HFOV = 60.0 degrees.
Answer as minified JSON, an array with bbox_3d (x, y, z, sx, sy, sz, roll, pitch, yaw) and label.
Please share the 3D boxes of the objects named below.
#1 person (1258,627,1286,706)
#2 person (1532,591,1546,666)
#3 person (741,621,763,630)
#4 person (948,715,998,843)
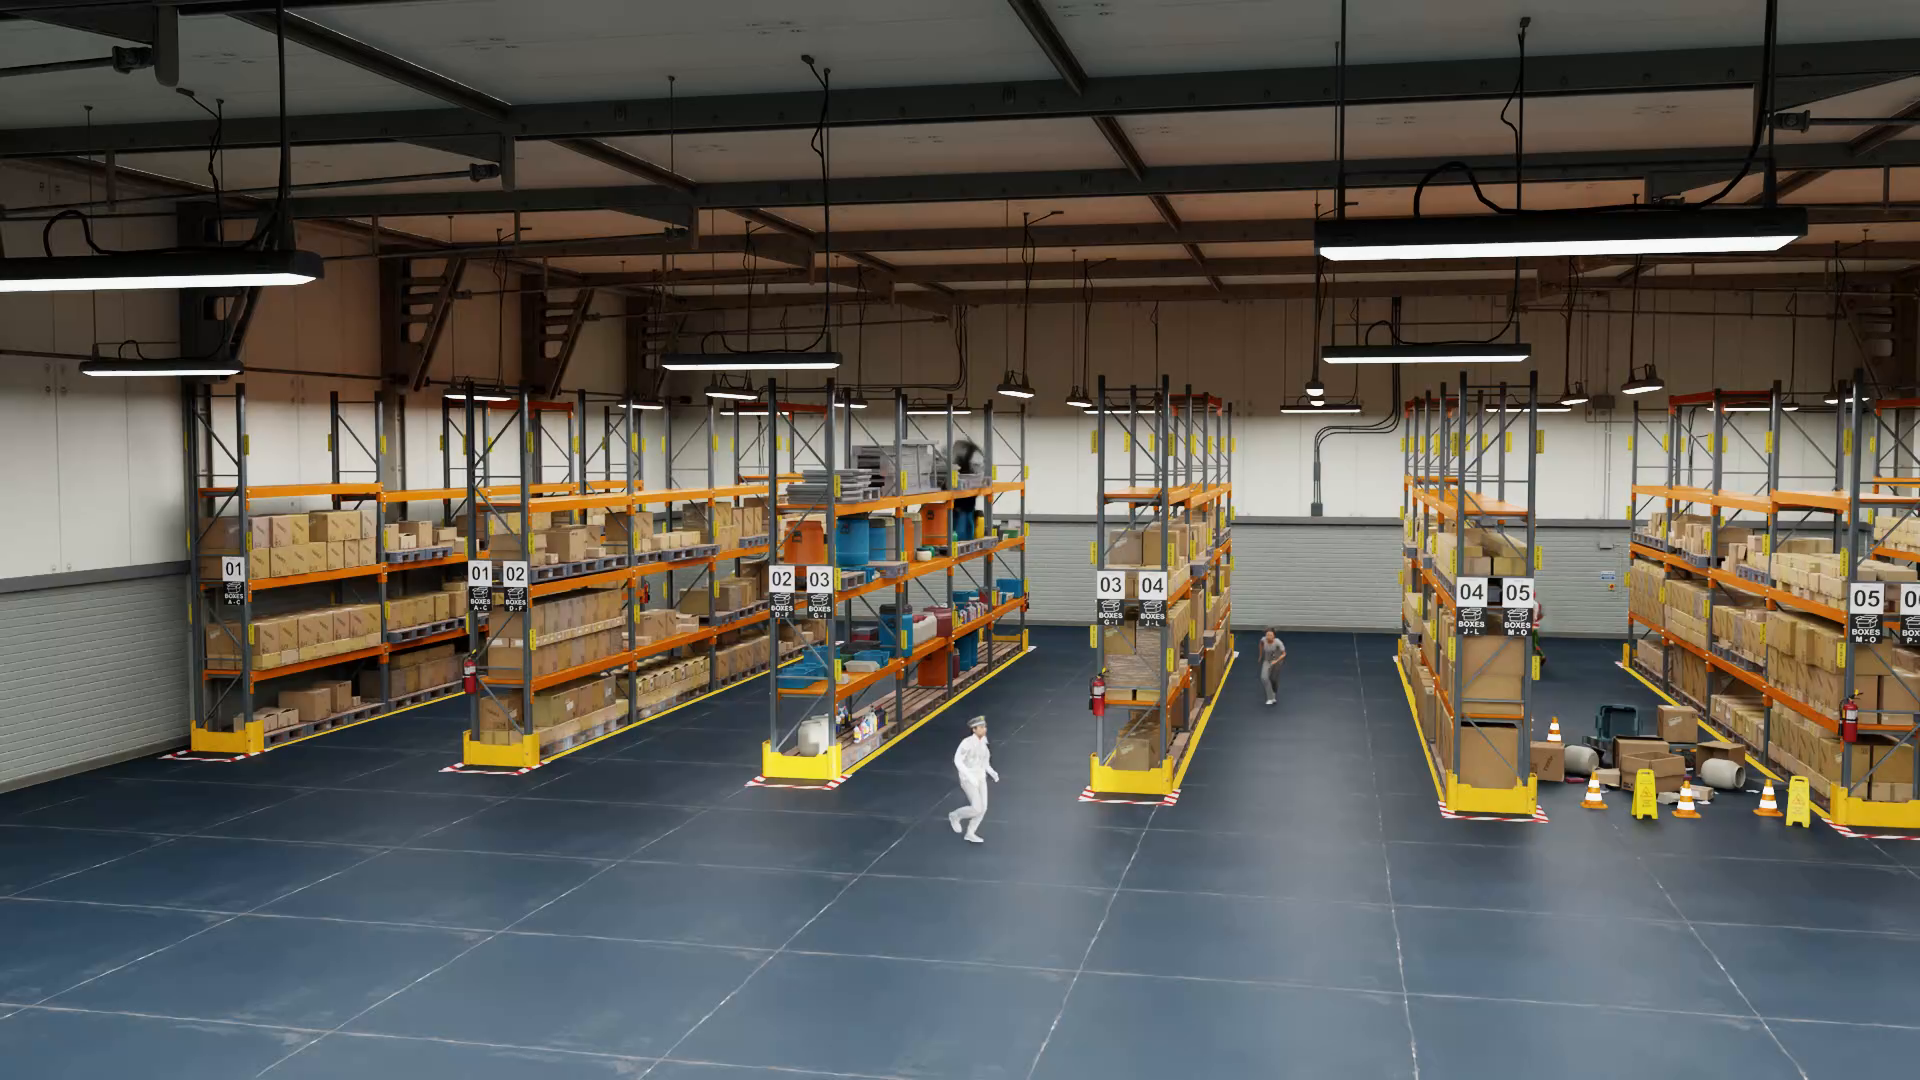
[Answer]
[{"bbox_3d":[6.093,2.404,32.251,0.562,1.511,1.042,1,4,22],"label":"person"},{"bbox_3d":[12.673,1.990,36.910,0.654,1.788,0.987,-1,3,-16],"label":"person"},{"bbox_3d":[-5.371,1.634,43.239,0.908,1.755,0.651,1,3,19],"label":"person"},{"bbox_3d":[0.139,2.998,20.963,0.597,1.622,0.616,3,4,39],"label":"person"}]
